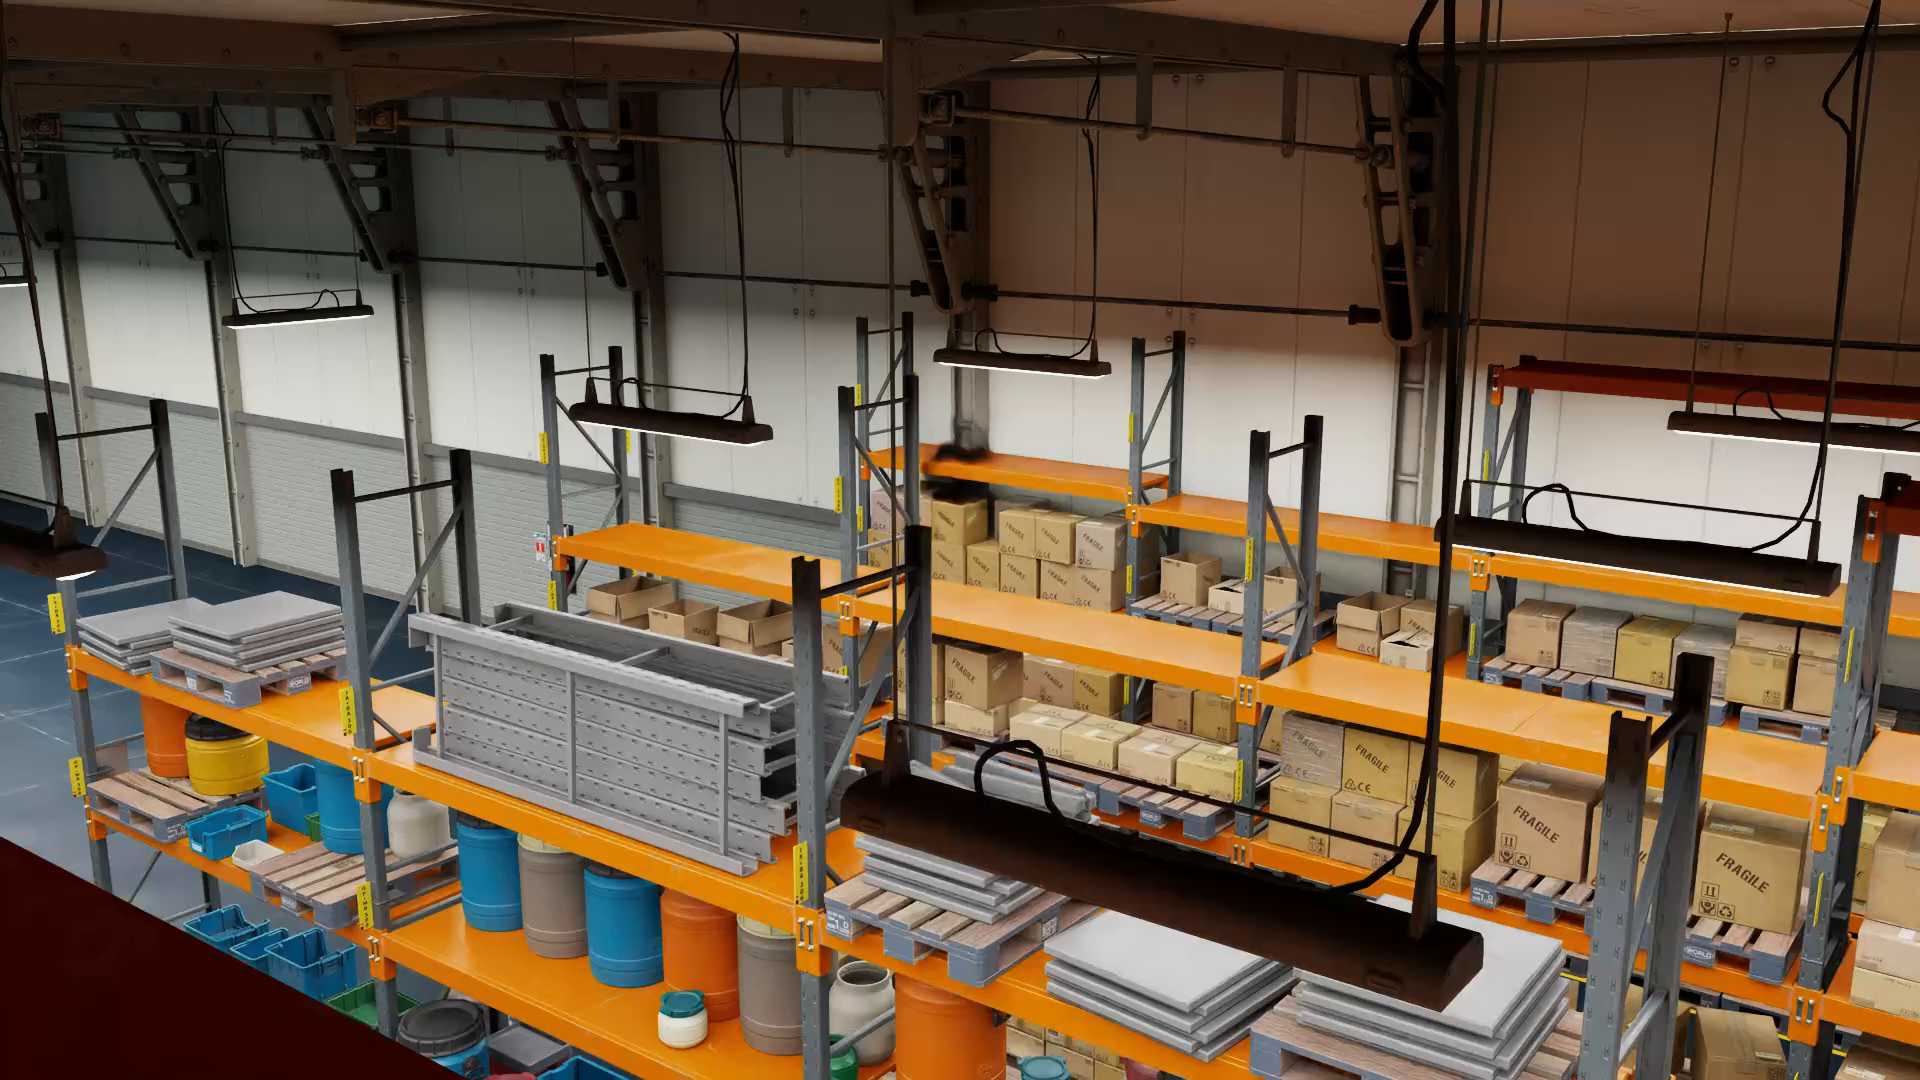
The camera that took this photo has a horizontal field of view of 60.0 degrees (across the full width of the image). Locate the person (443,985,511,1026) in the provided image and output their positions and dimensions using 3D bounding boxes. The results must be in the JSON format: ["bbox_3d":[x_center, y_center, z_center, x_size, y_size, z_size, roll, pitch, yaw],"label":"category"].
[{"bbox_3d":[-4.278,3.887,14.727,0.796,1.739,0.685,6,14,25],"label":"person"}]
